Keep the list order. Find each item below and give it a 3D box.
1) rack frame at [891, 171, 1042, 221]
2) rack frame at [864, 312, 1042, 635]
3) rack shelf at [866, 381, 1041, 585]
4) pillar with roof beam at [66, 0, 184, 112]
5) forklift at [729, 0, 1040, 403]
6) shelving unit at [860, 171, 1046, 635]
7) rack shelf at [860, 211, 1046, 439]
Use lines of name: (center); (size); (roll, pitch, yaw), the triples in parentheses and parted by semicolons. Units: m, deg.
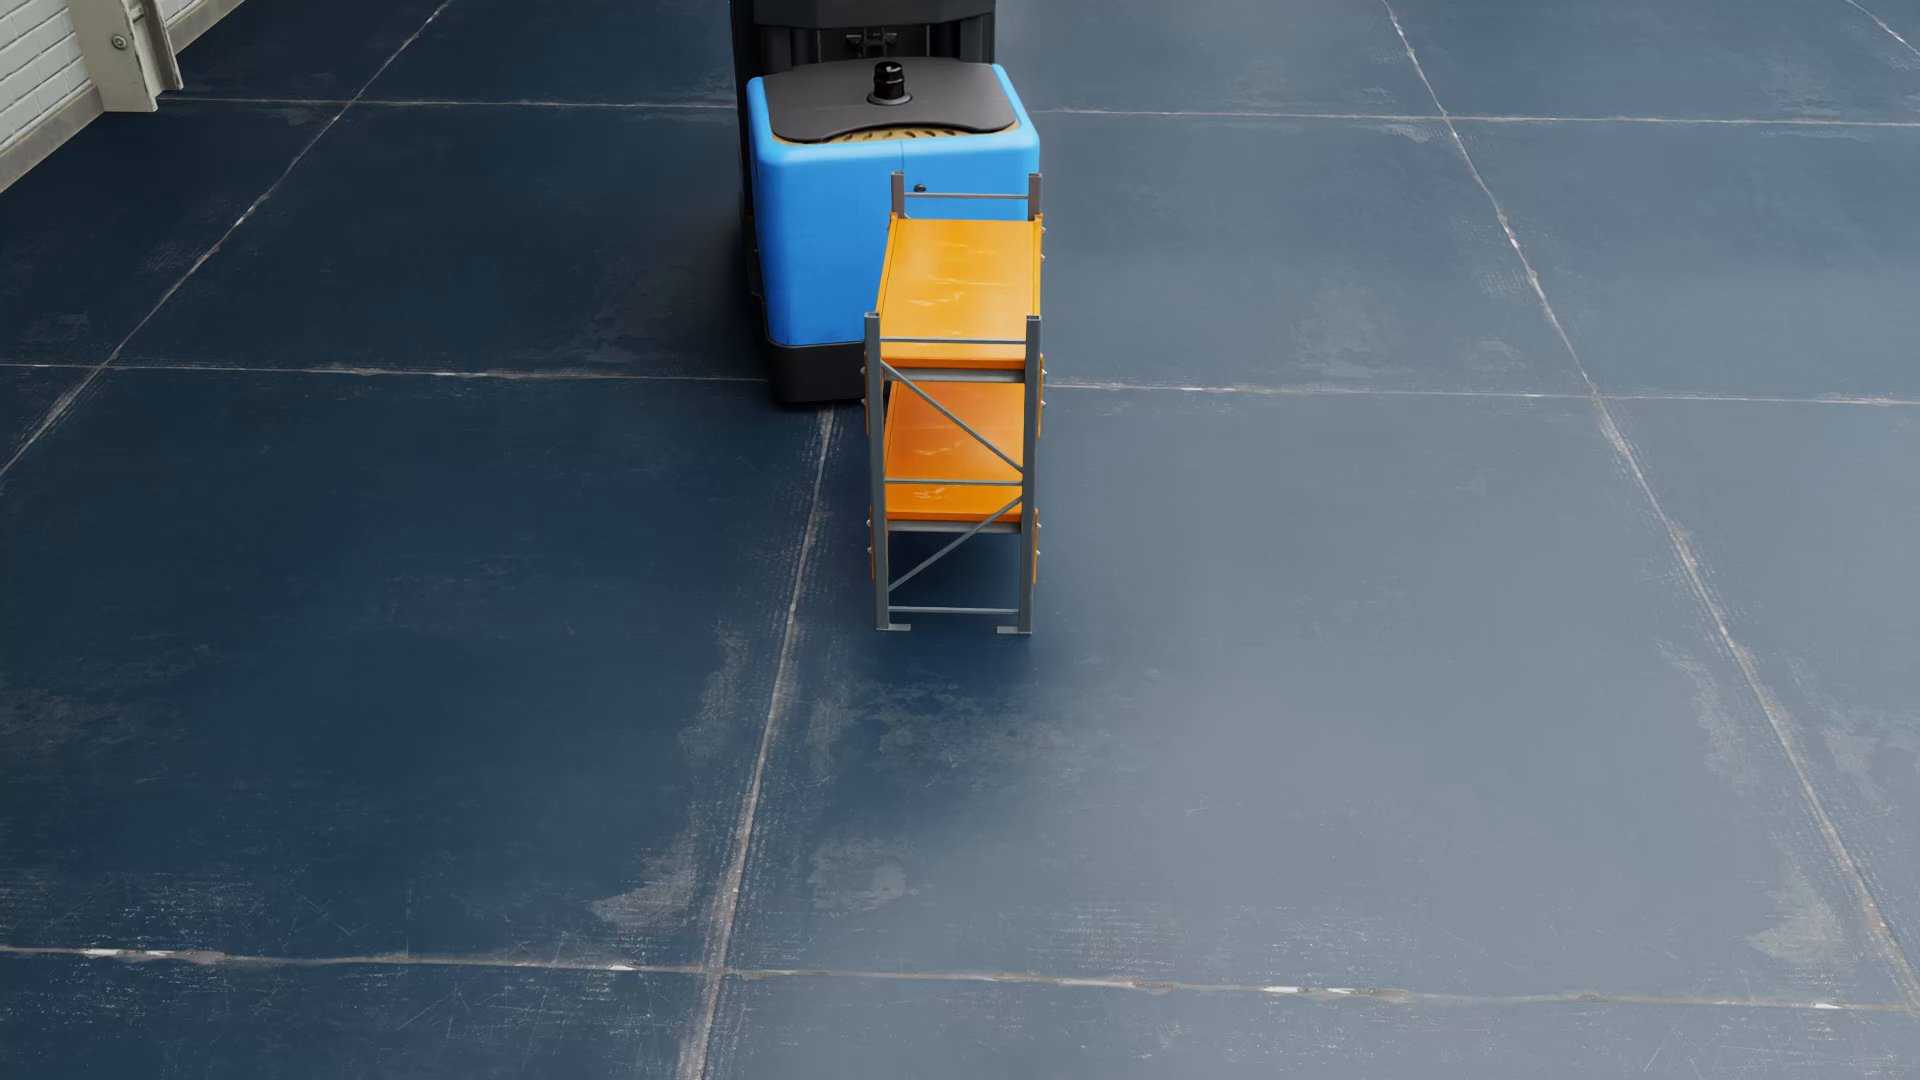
rack frame: (0.021, -0.756, 5.848); (0.500, 1.125, 0.032); (1, 35, 2)
rack frame: (-0.020, -0.172, 5.017); (0.500, 1.125, 0.032); (1, 35, 2)
rack shelf: (0.000, -0.264, 5.573); (0.538, 0.278, 1.000); (1, 35, 2)
pillar with roof beam: (-0.246, -6.037, 6.514); (9.100, 9.000, 0.400); (1, 35, 2)
forklift: (-0.437, -2.564, 6.850); (1.130, 2.935, 3.031); (-5, 35, -7)
shelving unit: (0.000, -0.464, 5.432); (0.538, 1.125, 1.048); (1, 35, 2)
rack shelf: (0.000, -0.704, 5.264); (0.538, 0.278, 1.000); (1, 35, 2)
